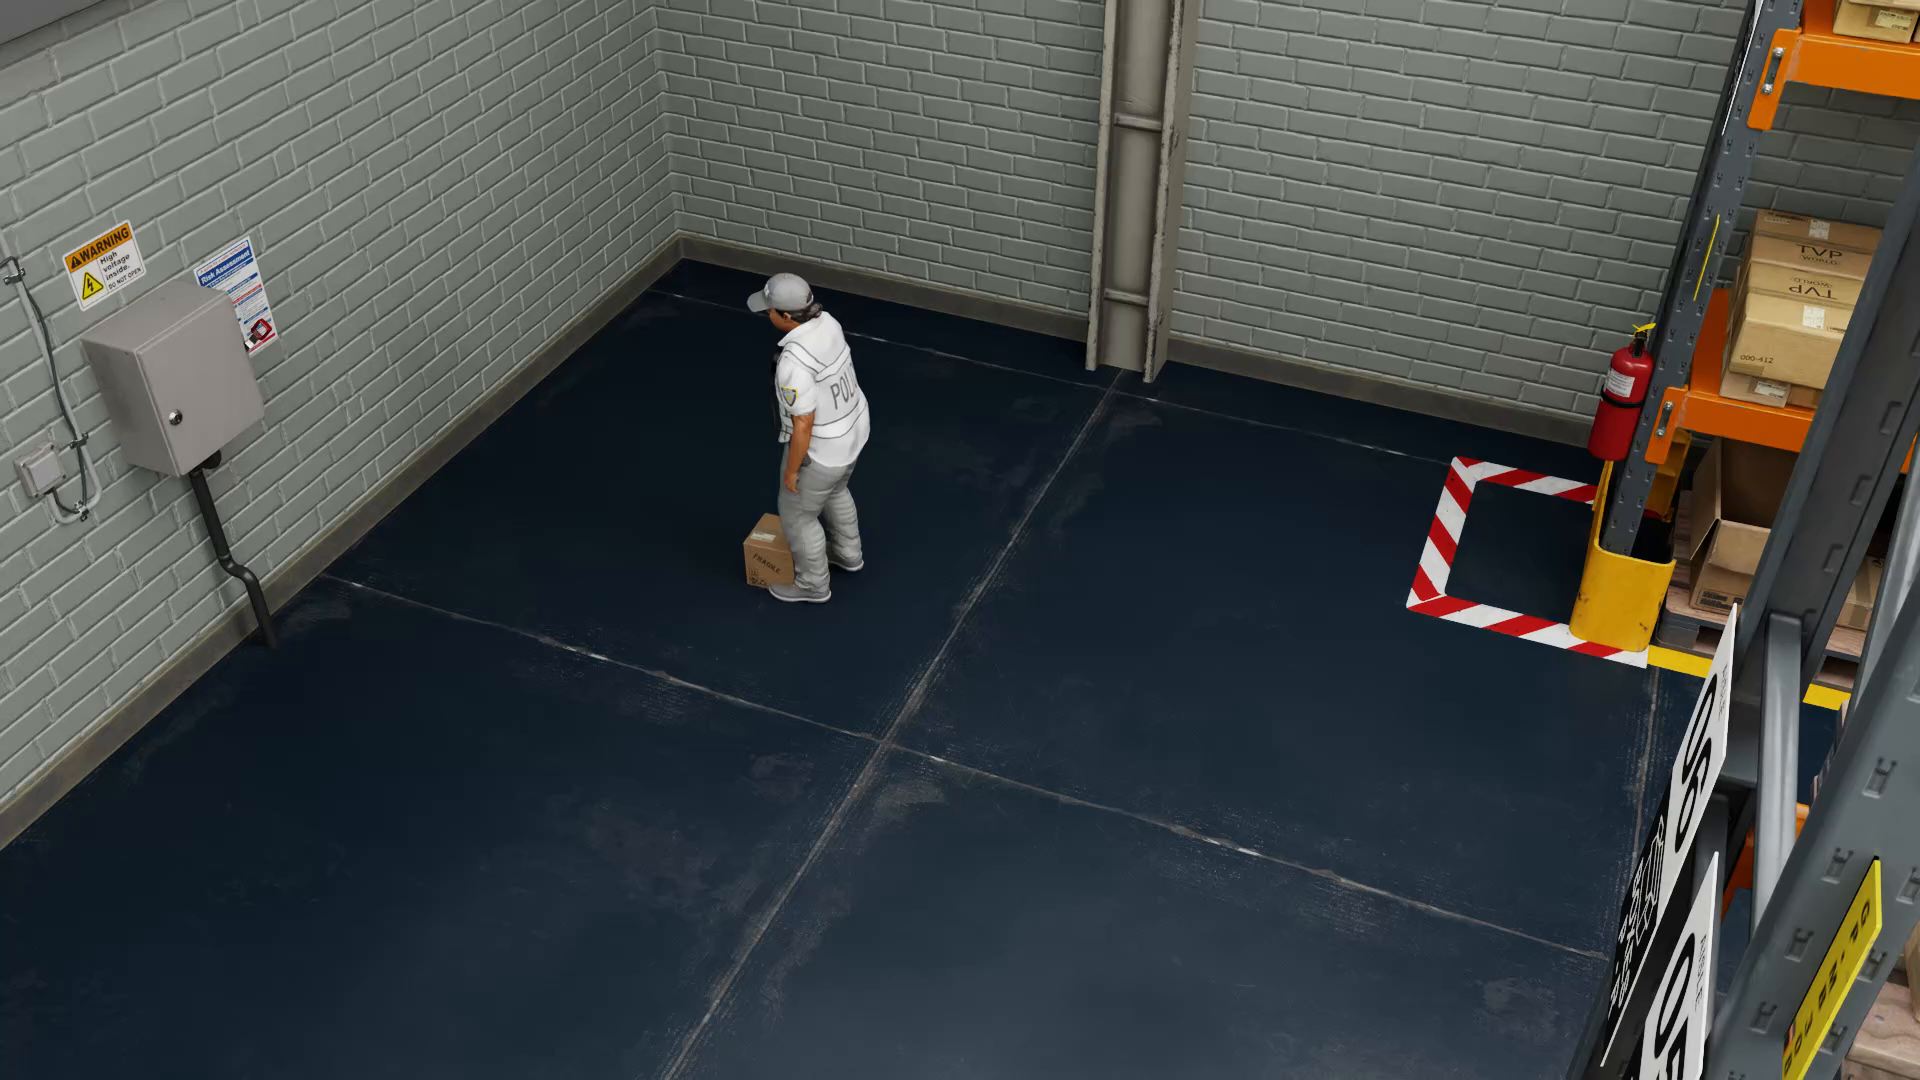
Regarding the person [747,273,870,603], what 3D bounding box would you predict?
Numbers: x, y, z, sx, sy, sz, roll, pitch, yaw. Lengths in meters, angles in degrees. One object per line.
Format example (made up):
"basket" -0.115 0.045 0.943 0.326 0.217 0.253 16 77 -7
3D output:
"person" -0.651 -0.446 7.390 0.471 1.665 0.562 12 39 15
